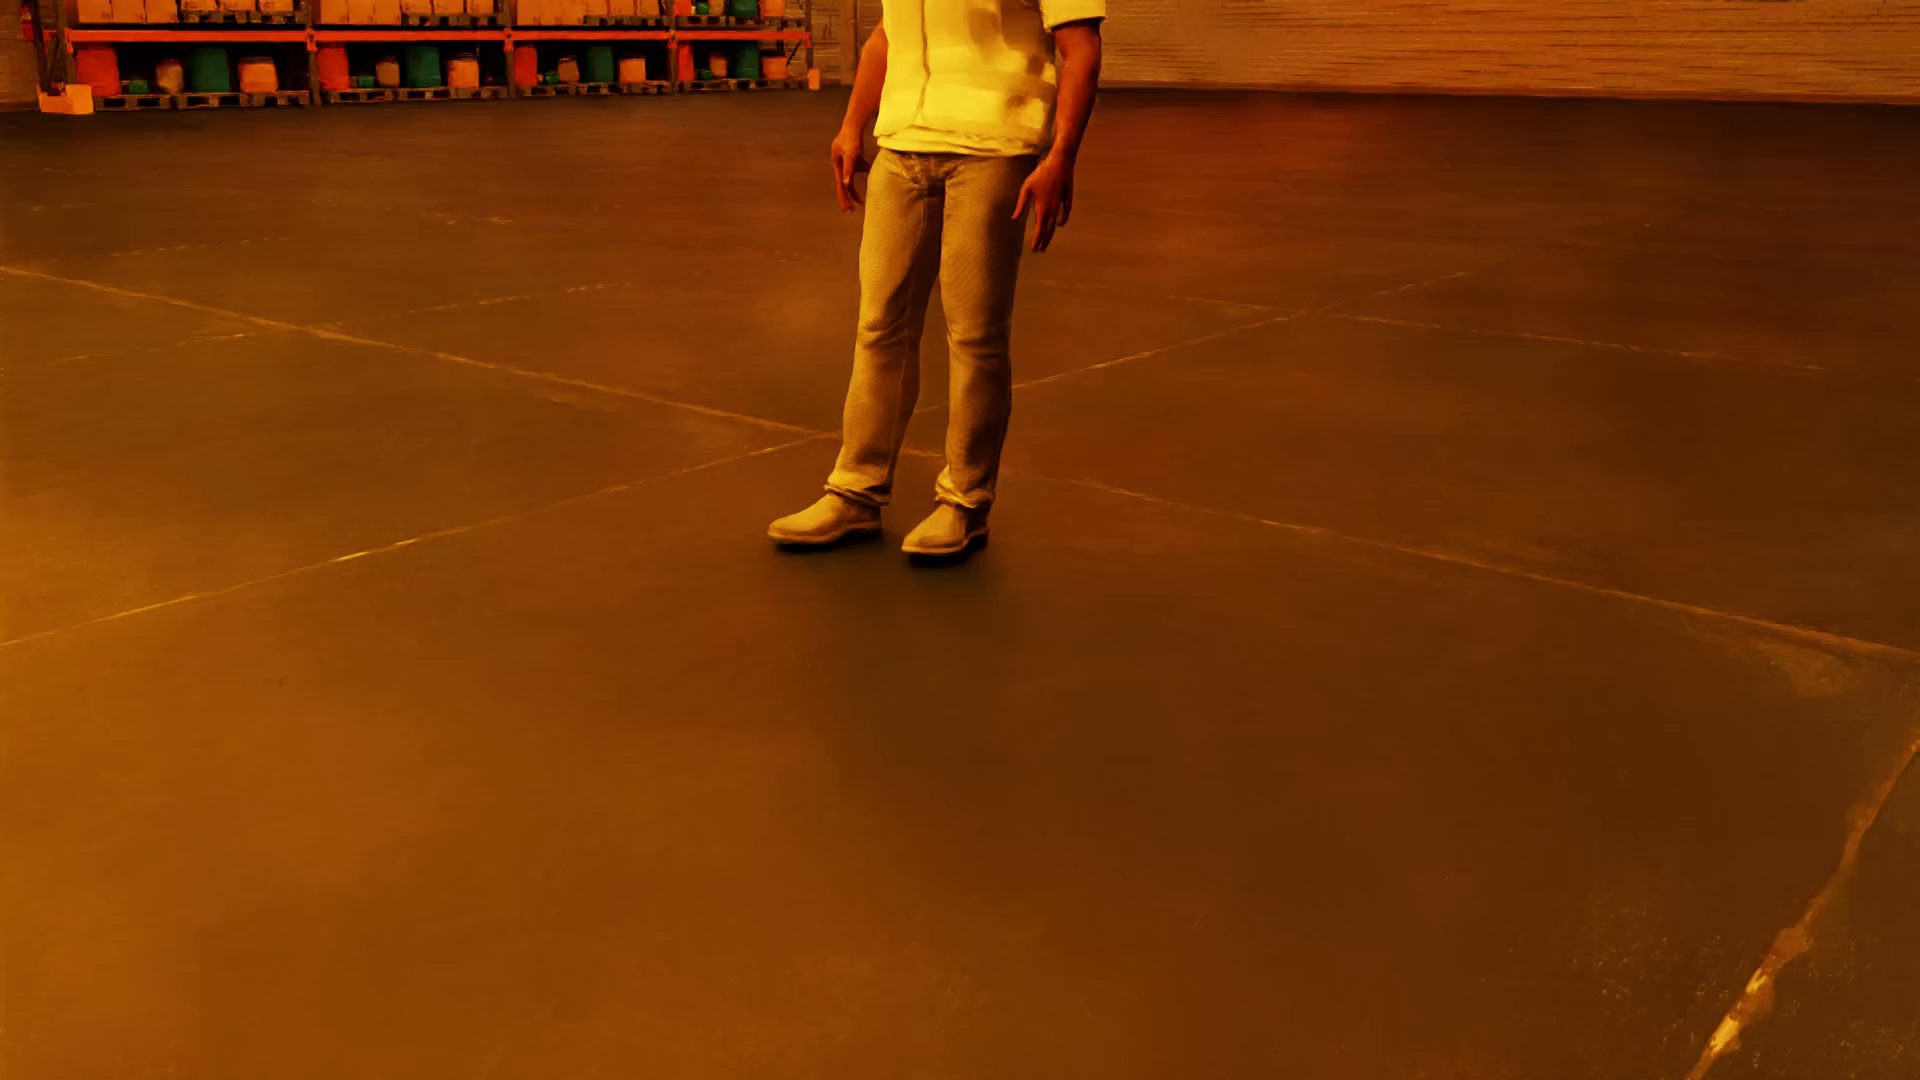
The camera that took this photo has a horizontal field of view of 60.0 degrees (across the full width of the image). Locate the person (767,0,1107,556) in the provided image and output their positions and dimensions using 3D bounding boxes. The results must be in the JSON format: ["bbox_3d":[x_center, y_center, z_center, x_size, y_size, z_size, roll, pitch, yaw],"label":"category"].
[{"bbox_3d":[-0.048,-0.837,3.635,0.665,1.766,0.576,13,21,37],"label":"person"}]
